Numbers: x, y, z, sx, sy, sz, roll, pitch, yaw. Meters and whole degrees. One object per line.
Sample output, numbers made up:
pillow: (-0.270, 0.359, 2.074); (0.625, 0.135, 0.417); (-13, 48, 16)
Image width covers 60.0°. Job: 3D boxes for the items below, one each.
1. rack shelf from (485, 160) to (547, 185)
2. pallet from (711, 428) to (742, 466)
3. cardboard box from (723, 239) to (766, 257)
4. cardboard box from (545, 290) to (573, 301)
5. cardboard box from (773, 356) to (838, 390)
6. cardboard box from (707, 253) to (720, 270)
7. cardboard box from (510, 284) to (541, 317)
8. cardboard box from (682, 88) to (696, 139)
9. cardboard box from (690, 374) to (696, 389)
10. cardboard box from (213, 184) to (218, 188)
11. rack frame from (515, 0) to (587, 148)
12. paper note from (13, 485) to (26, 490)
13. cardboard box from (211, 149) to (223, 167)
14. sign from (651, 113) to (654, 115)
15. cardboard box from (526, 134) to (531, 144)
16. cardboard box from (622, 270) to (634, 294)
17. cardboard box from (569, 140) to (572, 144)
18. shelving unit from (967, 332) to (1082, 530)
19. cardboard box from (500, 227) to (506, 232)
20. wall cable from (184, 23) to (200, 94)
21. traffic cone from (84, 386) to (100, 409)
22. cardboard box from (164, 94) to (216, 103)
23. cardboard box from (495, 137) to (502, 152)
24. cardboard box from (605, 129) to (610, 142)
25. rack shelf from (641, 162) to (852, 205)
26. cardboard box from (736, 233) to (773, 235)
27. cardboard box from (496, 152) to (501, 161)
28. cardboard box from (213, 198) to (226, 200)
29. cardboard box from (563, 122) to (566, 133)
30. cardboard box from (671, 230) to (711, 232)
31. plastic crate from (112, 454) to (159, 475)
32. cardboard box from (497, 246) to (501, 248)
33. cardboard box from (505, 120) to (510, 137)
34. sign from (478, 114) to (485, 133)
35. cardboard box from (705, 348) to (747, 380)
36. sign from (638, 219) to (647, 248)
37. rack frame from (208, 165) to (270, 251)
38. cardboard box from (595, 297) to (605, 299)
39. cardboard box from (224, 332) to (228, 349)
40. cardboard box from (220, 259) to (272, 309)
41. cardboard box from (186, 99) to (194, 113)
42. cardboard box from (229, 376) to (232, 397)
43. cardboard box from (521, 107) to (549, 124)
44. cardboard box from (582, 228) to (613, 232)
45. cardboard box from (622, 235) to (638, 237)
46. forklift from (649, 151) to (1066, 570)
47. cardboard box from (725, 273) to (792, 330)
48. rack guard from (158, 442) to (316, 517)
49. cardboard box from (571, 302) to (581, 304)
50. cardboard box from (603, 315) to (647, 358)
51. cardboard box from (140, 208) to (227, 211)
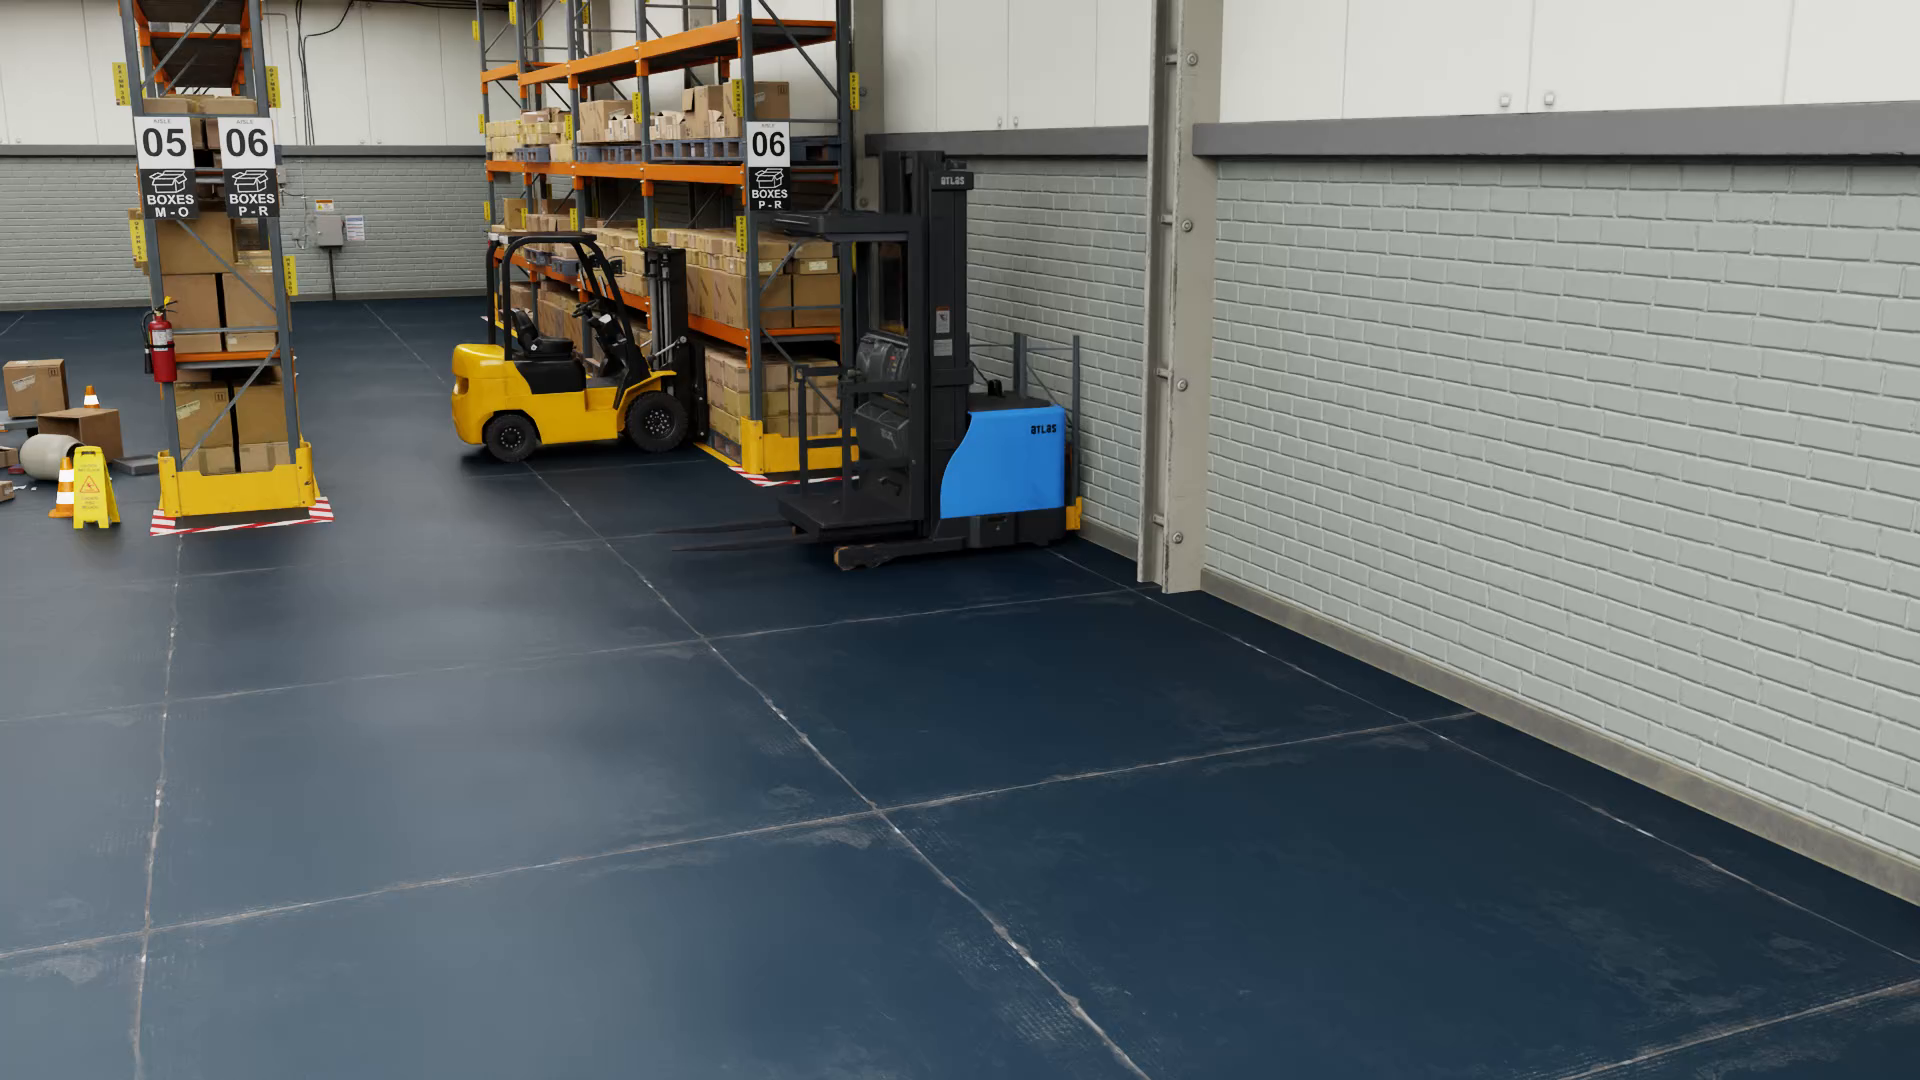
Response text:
rack shelf: (-7.100, -6.169, 27.814); (1.077, 0.370, 4.000); (-6, 14, -23)
pallet: (-1.837, -0.961, 16.554); (1.003, 0.211, 1.213); (-6, 14, -23)
cardboard box: (-2.086, -2.830, 16.124); (0.380, 0.149, 0.250); (-5, 14, -22)
cardboard box: (-6.217, -3.799, 25.806); (0.380, 0.149, 0.250); (-6, 14, -25)
cardboard box: (-1.511, -1.634, 16.226); (0.500, 0.250, 0.500); (-6, 14, -24)
cardboard box: (-2.304, -2.789, 16.607); (0.380, 0.149, 0.250); (-6, 14, -25)
cardboard box: (-7.436, -4.143, 28.729); (0.700, 0.500, 0.500); (-5, 14, -21)
cardboard box: (-2.411, -4.345, 16.955); (0.797, 0.503, 0.637); (-5, 14, -21)
cardboard box: (-2.588, -1.659, 17.445); (0.500, 0.250, 0.500); (-6, 14, -23)
cardboard box: (-11.713, -5.605, 26.559); (0.380, 0.149, 0.250); (-6, 14, -23)
rack frame: (-6.299, -7.567, 25.609); (1.000, 3.000, 0.127); (-6, 14, -23)
paper note: (-8.444, -0.469, 14.853); (0.148, 0.019, 0.142); (-1, 13, -4)
cardboard box: (-6.061, -3.199, 13.945); (0.380, 0.149, 0.250); (-6, 14, -25)
sign: (-4.185, -5.618, 22.518); (0.100, 0.325, 0.005); (-6, 14, -23)
cardboard box: (-6.258, -5.979, 24.803); (0.380, 0.149, 0.250); (-5, 14, -22)
cardboard box: (-3.743, -3.103, 19.955); (0.500, 0.250, 0.500); (-6, 14, -23)
cardboard box: (-5.145, -5.508, 22.810); (0.380, 0.149, 0.250); (-6, 14, -24)
shelving unit: (0.465, -0.883, 13.215); (0.587, 1.500, 1.083); (-4, 9, -25)
cardboard box: (-7.558, -5.216, 28.428); (0.500, 0.250, 0.500); (-6, 14, -24)
wall cable: (-14.985, -9.094, 32.207); (0.463, 3.000, 0.029); (-6, 14, -23)
traffic cone: (-9.420, -1.436, 18.050); (0.336, 0.463, 0.334); (-6, 14, -23)
cardboard box: (-7.990, -4.487, 17.246); (0.500, 0.250, 0.500); (-5, 14, -22)
cardboard box: (-7.558, -6.678, 28.091); (0.500, 0.250, 0.500); (-6, 14, -25)
cardboard box: (-4.122, -4.943, 20.327); (0.380, 0.149, 0.250); (-6, 14, -24)
rack shelf: (-2.293, -3.689, 17.102); (1.077, 0.370, 4.000); (-6, 14, -23)
cardboard box: (-2.133, -3.140, 17.465); (0.380, 0.149, 0.250); (-5, 14, -21)
cardboard box: (-7.653, -6.503, 28.218); (0.380, 0.149, 0.250); (-6, 14, -23)
cardboard box: (-10.437, -4.662, 23.920); (0.500, 0.500, 0.500); (-5, 14, -21)
cardboard box: (-5.267, -5.704, 23.000); (0.380, 0.149, 0.250); (-6, 14, -25)
cardboard box: (-2.941, -3.311, 18.203); (0.380, 0.149, 0.250); (-6, 14, -24)
plastic crate: (-7.763, -0.722, 15.811); (0.402, 0.080, 0.583); (-12, 18, -42)
cardboard box: (-8.021, -5.256, 29.484); (0.380, 0.149, 0.250); (-6, 14, -23)
cardboard box: (-7.128, -6.713, 27.136); (0.500, 0.250, 0.500); (-5, 14, -22)
sign: (-8.398, -7.309, 29.207); (0.100, 0.325, 0.005); (-6, 14, -23)
cardboard box: (-2.384, -1.793, 16.913); (0.500, 0.250, 0.500); (-5, 14, -22)
sign: (-3.588, -3.466, 18.802); (0.100, 0.325, 0.005); (-6, 14, -23)
rack frame: (-7.641, -2.543, 17.204); (1.000, 3.000, 0.127); (-6, 14, -23)
cardboard box: (-5.187, -3.519, 24.597); (0.380, 0.149, 0.250); (-6, 14, -23)
cardboard box: (-6.099, -1.734, 14.265); (0.380, 0.149, 0.250); (-5, 14, -22)
cardboard box: (-6.601, -2.349, 15.485); (0.500, 0.500, 0.500); (-6, 14, -24)
cardboard box: (-6.513, -3.544, 13.665); (0.380, 0.149, 0.250); (-5, 14, -22)
cardboard box: (-7.427, -1.517, 16.276); (0.500, 0.500, 0.500); (-5, 14, -21)
cardboard box: (-6.498, -6.490, 25.431); (0.396, 0.266, 0.258); (-6, 14, -24)
cardboard box: (-4.839, -4.090, 22.231); (0.380, 0.149, 0.250); (-5, 14, -21)
cardboard box: (-3.879, -3.616, 20.181); (0.380, 0.149, 0.250); (-6, 14, -24)
forklift: (-0.758, -1.347, 12.188); (3.031, 2.935, 1.130); (-6, 14, -23)
cardboard box: (-1.930, -2.292, 15.899); (0.500, 0.500, 0.500); (-6, 14, -24)
rack guard: (-6.069, -0.514, 13.983); (1.175, 0.500, 0.348); (-6, 14, -23)
cardboard box: (-5.329, -3.312, 23.702); (0.380, 0.149, 0.250); (-6, 14, -25)
cardboard box: (-4.190, -2.601, 21.793); (0.875, 0.625, 0.625); (-5, 14, -21)
cardboard box: (-6.639, -2.588, 14.301); (0.700, 0.500, 0.500); (-5, 14, -22)
